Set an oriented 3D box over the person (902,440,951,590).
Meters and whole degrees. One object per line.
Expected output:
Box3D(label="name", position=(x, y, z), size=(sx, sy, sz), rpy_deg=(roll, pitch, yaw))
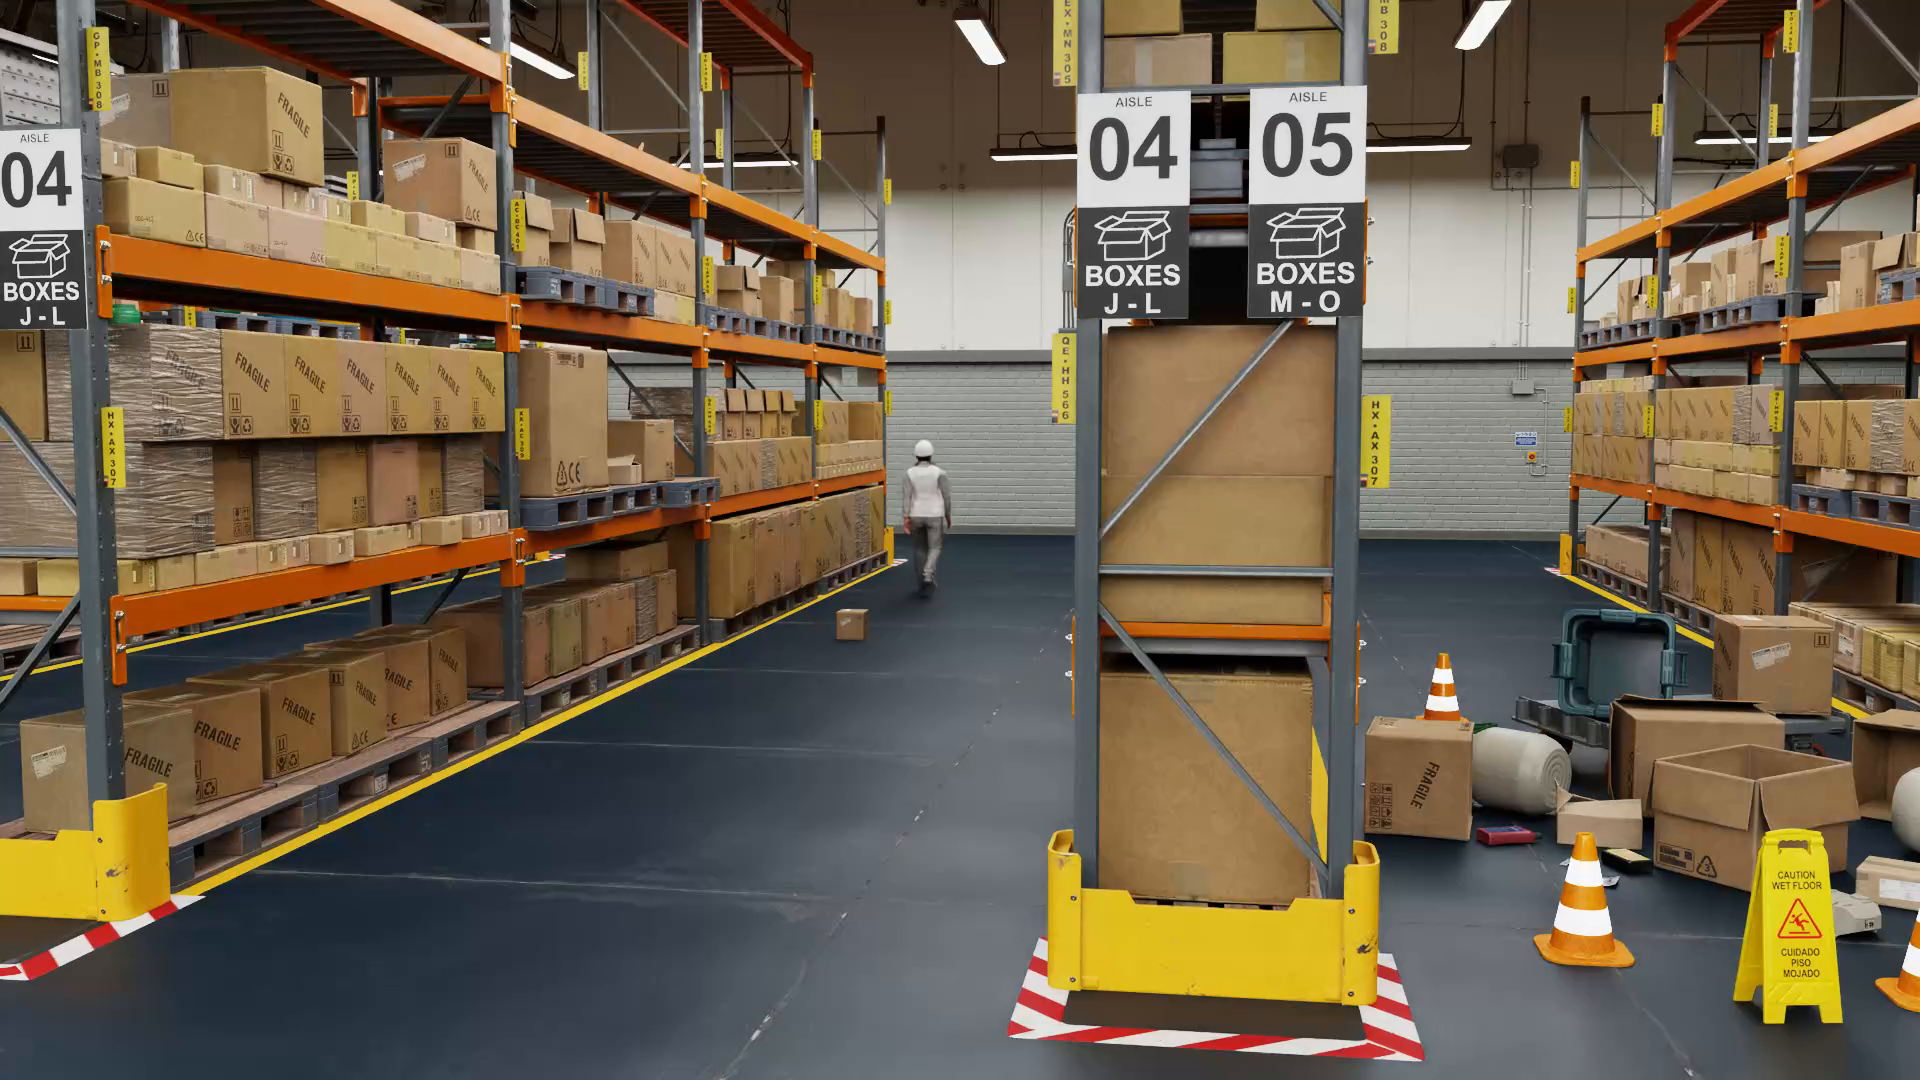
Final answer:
Box3D(label="person", position=(-0.375, -0.272, 19.004), size=(0.545, 1.739, 0.942), rpy_deg=(1, 4, 10))
